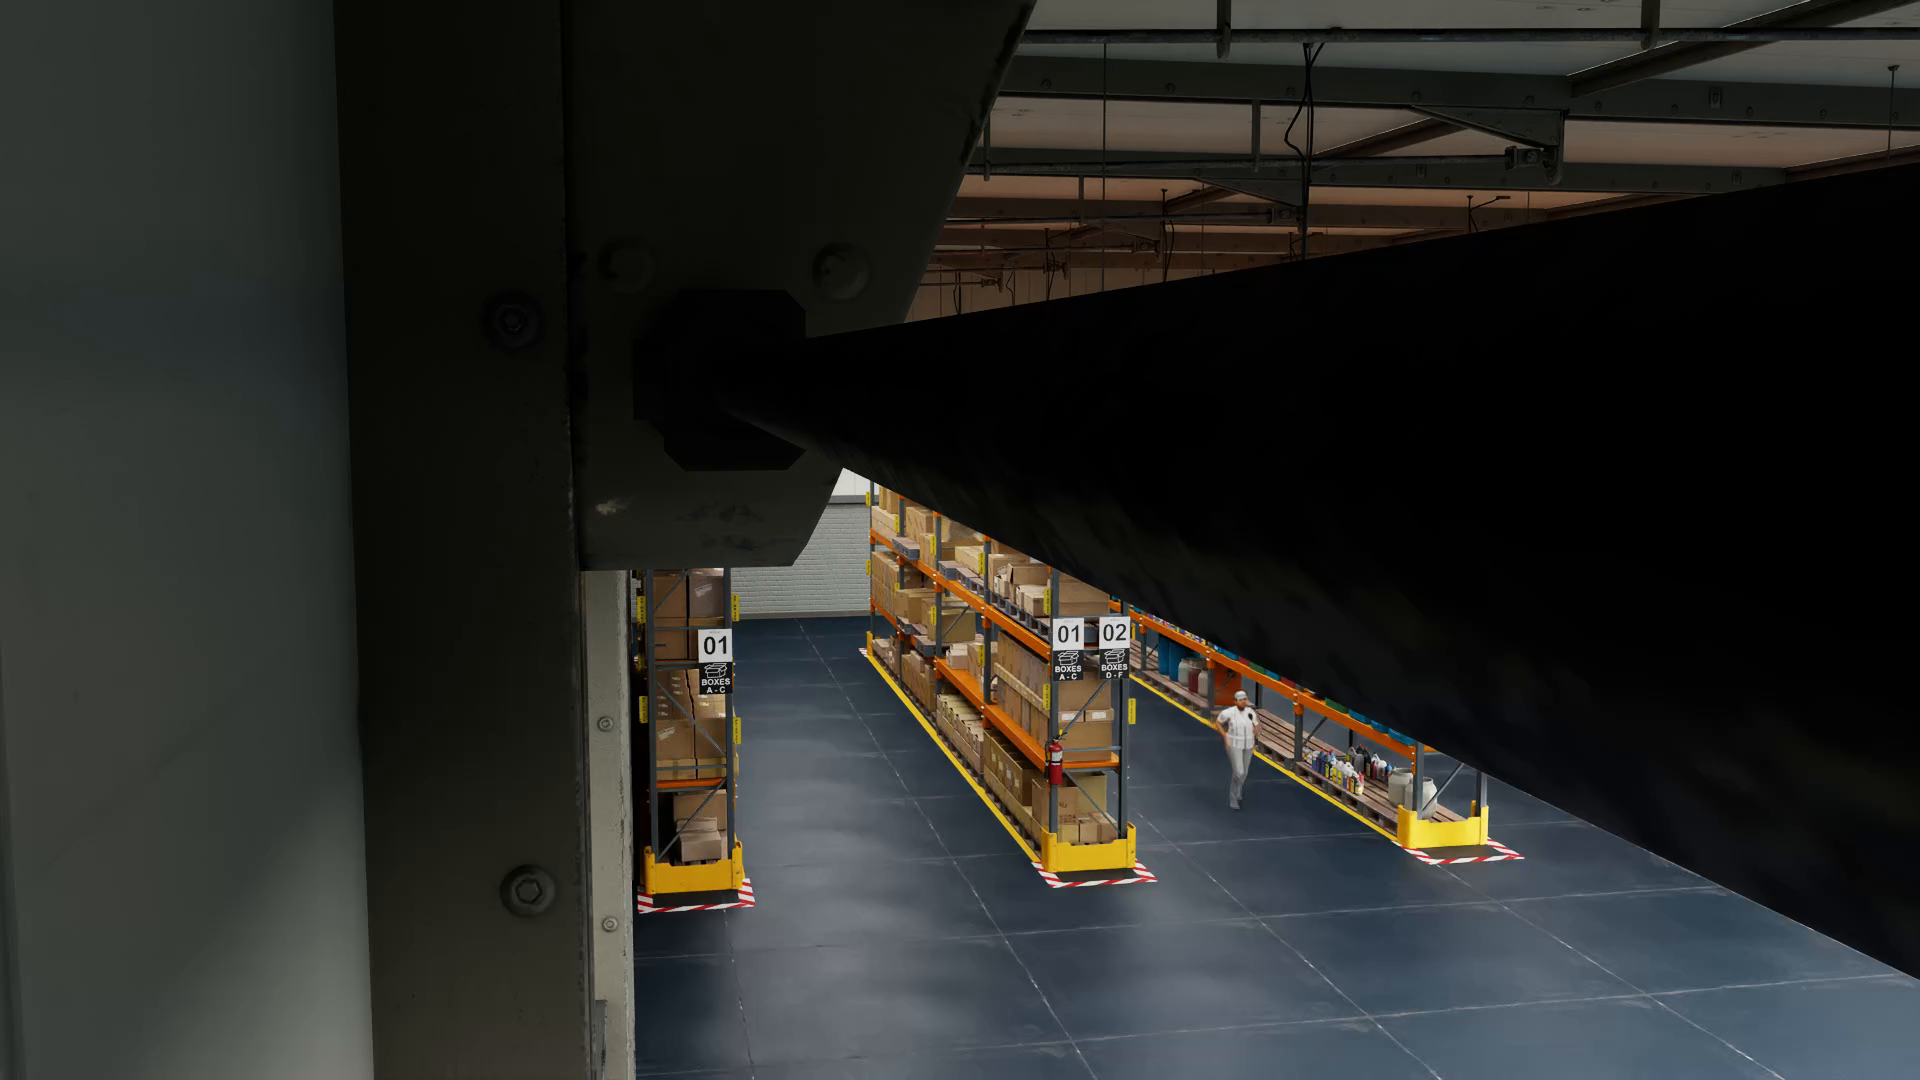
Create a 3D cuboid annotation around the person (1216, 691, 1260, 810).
[{"bbox_3d":[4.029,3.020,23.946,0.576,1.717,0.694,-2,6,-16],"label":"person"}]
